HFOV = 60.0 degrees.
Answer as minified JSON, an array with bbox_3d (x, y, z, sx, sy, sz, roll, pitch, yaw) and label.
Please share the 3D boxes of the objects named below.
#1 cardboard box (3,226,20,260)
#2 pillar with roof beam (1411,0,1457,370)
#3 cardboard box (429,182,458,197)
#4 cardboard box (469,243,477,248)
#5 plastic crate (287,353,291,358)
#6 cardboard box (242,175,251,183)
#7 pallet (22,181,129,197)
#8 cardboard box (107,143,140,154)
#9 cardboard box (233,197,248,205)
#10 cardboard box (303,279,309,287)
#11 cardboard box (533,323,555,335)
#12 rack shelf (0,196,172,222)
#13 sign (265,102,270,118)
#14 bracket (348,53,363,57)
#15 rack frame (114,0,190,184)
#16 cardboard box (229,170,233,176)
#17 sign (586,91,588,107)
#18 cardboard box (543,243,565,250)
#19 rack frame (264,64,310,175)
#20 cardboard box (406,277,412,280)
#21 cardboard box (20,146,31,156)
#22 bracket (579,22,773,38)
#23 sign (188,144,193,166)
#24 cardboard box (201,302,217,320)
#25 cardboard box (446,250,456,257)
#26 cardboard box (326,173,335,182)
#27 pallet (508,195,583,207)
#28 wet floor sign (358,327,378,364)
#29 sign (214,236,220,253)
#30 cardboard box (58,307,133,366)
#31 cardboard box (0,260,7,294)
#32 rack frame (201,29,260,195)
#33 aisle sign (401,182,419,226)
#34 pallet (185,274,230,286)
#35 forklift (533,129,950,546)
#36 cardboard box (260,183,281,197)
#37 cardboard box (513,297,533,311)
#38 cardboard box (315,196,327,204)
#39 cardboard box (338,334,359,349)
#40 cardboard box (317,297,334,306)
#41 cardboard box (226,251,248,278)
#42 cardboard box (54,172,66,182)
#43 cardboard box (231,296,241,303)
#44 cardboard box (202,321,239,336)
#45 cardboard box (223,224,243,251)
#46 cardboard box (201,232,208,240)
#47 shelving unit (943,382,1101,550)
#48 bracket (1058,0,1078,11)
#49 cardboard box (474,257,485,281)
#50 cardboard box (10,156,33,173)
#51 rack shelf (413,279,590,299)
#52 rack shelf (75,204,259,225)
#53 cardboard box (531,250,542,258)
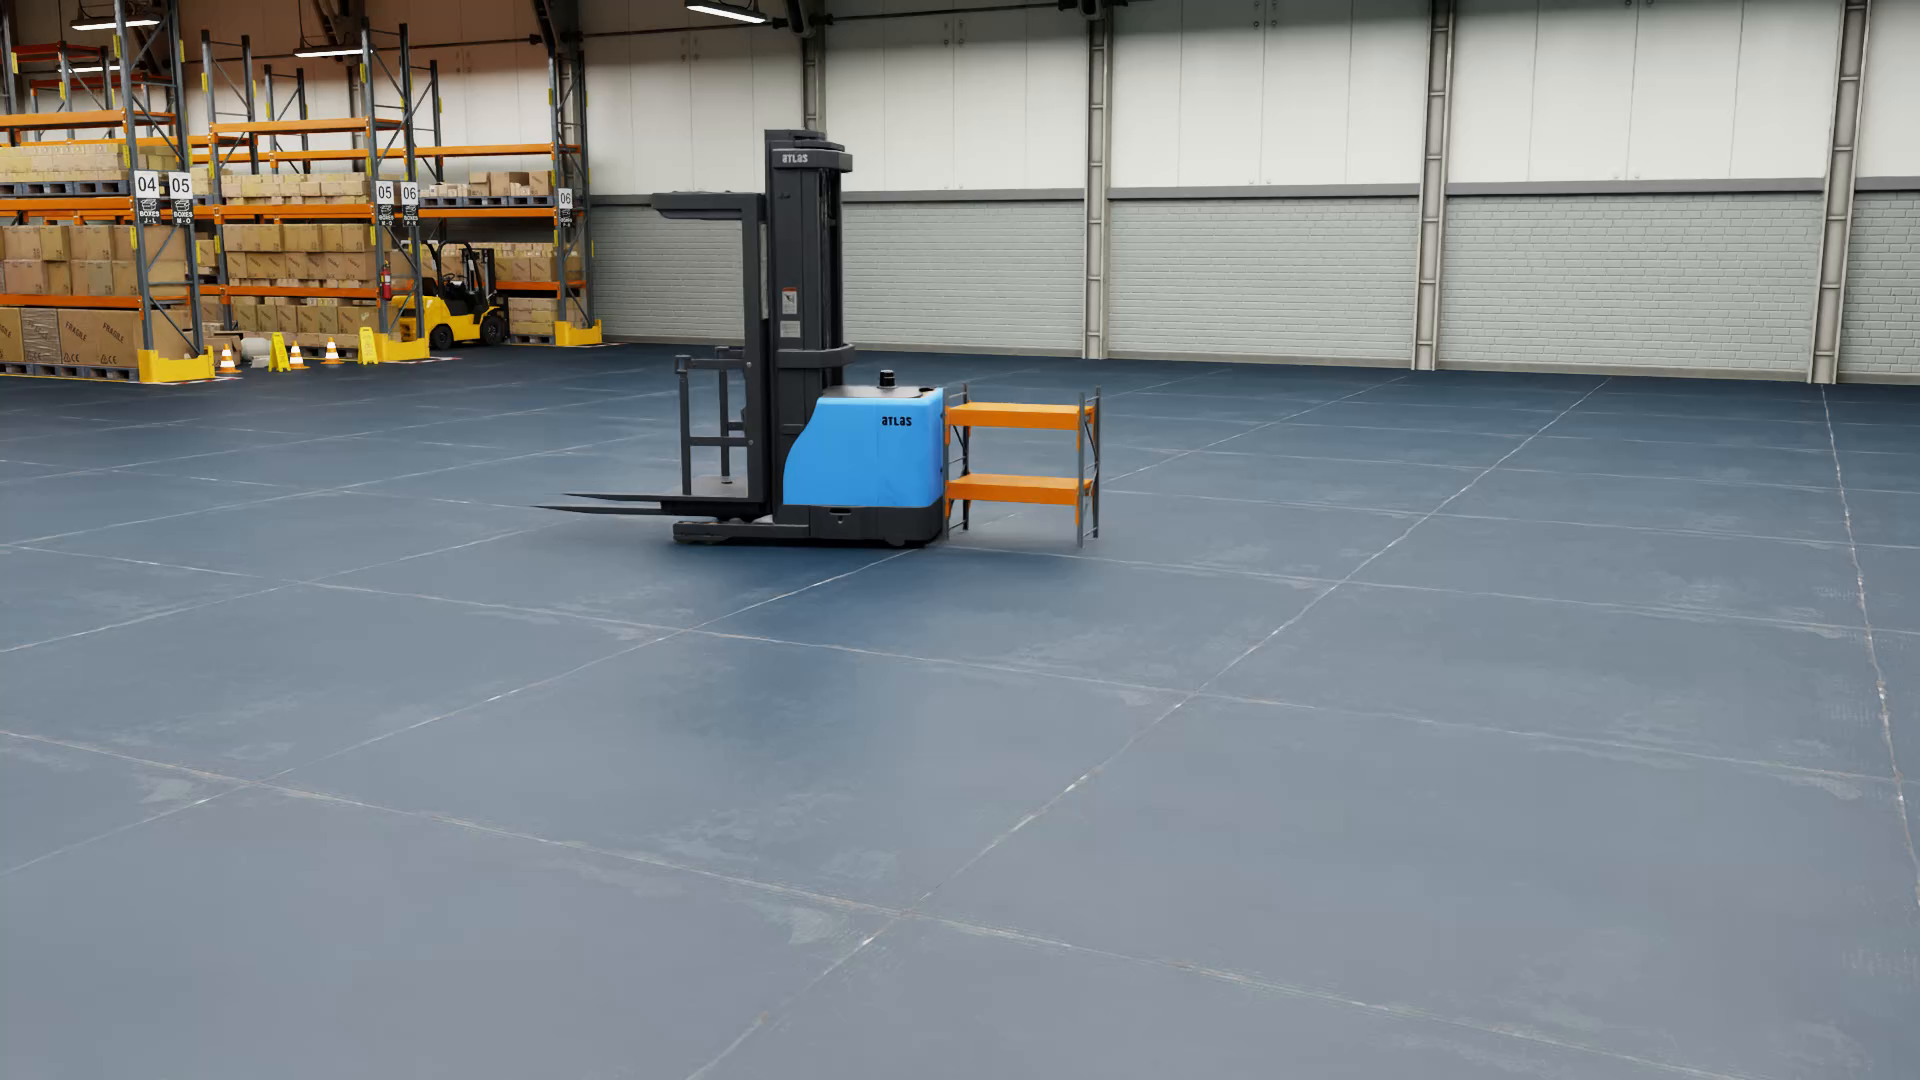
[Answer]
[{"bbox_3d":[-15.049,-4.860,27.209,0.550,0.550,0.875,5,11,26],"label":"cardboard box"},{"bbox_3d":[5.982,-6.636,23.627,0.548,9.000,9.100,5,11,26],"label":"pillar with roof beam"},{"bbox_3d":[-10.978,-7.490,35.557,0.500,0.311,0.500,5,12,27],"label":"cardboard box"},{"bbox_3d":[-10.271,-6.259,35.455,0.250,0.149,0.380,5,11,26],"label":"cardboard box"},{"bbox_3d":[-12.764,-3.422,30.911,0.583,0.080,0.402,1,10,6],"label":"plastic crate"},{"bbox_3d":[-13.192,-6.743,31.107,0.250,0.149,0.380,5,11,24],"label":"cardboard box"},{"bbox_3d":[-14.090,-5.584,26.489,1.213,0.211,1.003,5,11,26],"label":"pallet"},{"bbox_3d":[-12.774,-5.972,25.390,0.250,0.149,0.380,5,11,26],"label":"cardboard box"},{"bbox_3d":[-13.429,-6.372,31.296,0.250,0.149,0.380,5,11,26],"label":"cardboard box"},{"bbox_3d":[-12.014,-4.793,30.996,0.250,0.149,0.380,5,11,26],"label":"cardboard box"},{"bbox_3d":[-8.590,-4.431,34.832,0.500,0.250,0.500,5,11,26],"label":"cardboard box"},{"bbox_3d":[-14.115,-5.279,26.572,4.000,0.370,1.077,5,11,26],"label":"rack shelf"},{"bbox_3d":[-15.435,-9.584,37.074,0.005,0.325,0.100,5,11,26],"label":"sign"},{"bbox_3d":[-13.420,-10.896,37.061,0.430,0.232,0.235,5,11,26],"label":"bracket"},{"bbox_3d":[-12.322,-6.951,25.370,0.127,3.000,1.000,5,11,26],"label":"rack frame"},{"bbox_3d":[-14.607,-7.116,32.539,0.500,0.250,0.500,5,11,25],"label":"cardboard box"},{"bbox_3d":[-7.778,-9.169,34.554,0.005,0.325,0.100,5,11,26],"label":"sign"},{"bbox_3d":[-8.444,-6.100,34.575,0.250,0.149,0.380,5,11,26],"label":"cardboard box"},{"bbox_3d":[-15.203,-9.173,37.647,0.127,3.000,1.000,5,11,26],"label":"rack frame"},{"bbox_3d":[-12.184,-5.830,36.442,0.500,0.250,0.500,5,12,27],"label":"cardboard box"},{"bbox_3d":[-14.591,-6.132,26.273,0.250,0.149,0.380,5,11,26],"label":"cardboard box"},{"bbox_3d":[-5.714,-10.219,33.319,4.783,0.066,0.076,5,11,26],"label":"bracket"},{"bbox_3d":[-12.071,-6.032,26.040,0.005,0.325,0.100,5,11,26],"label":"sign"},{"bbox_3d":[-17.529,-5.359,39.255,0.500,0.500,0.500,5,11,24],"label":"cardboard box"},{"bbox_3d":[-10.780,-6.140,35.629,0.250,0.149,0.380,5,12,27],"label":"cardboard box"},{"bbox_3d":[-11.312,-6.594,30.285,0.250,0.149,0.380,5,11,26],"label":"cardboard box"},{"bbox_3d":[-8.652,-7.083,34.770,1.213,0.211,1.003,5,11,26],"label":"pallet"},{"bbox_3d":[-10.525,-3.453,29.499,0.267,0.644,0.232,-10,14,-43],"label":"wet floor sign"},{"bbox_3d":[-14.052,-5.594,31.464,0.005,0.325,0.100,5,11,26],"label":"sign"},{"bbox_3d":[-13.749,-3.272,26.675,0.875,0.875,0.875,5,11,25],"label":"cardboard box"},{"bbox_3d":[-15.573,-4.361,27.483,0.550,0.550,0.875,5,11,26],"label":"cardboard box"},{"bbox_3d":[-13.809,-8.065,31.524,0.127,3.000,1.000,5,11,26],"label":"rack frame"},{"bbox_3d":[-10.029,-6.122,30.332,0.004,0.787,0.394,5,11,26],"label":"aisle sign"},{"bbox_3d":[-14.430,-5.102,32.537,1.213,0.211,1.003,5,11,26],"label":"pallet"},{"bbox_3d":[-1.638,-1.495,12.262,3.031,2.935,1.130,1,10,8],"label":"forklift"},{"bbox_3d":[-12.626,-6.502,30.899,0.500,0.250,0.500,5,11,26],"label":"cardboard box"},{"bbox_3d":[-9.041,-4.962,34.959,0.500,0.250,0.500,5,12,27],"label":"cardboard box"},{"bbox_3d":[-11.569,-6.217,30.441,0.250,0.149,0.380,5,11,25],"label":"cardboard box"},{"bbox_3d":[-11.088,-3.674,30.649,0.500,0.250,0.500,5,11,26],"label":"cardboard box"},{"bbox_3d":[-11.639,-4.400,30.731,0.250,0.149,0.380,5,12,27],"label":"cardboard box"},{"bbox_3d":[-13.538,-5.229,31.585,0.500,0.500,0.500,5,11,26],"label":"cardboard box"},{"bbox_3d":[-13.909,-5.680,26.013,0.250,0.149,0.380,5,11,26],"label":"cardboard box"},{"bbox_3d":[-16.935,-5.624,38.903,0.250,0.149,0.380,4,11,23],"label":"cardboard box"},{"bbox_3d":[-14.281,-4.067,32.481,0.625,0.372,0.950,5,11,27],"label":"cardboard box"},{"bbox_3d":[-13.511,-5.731,31.551,0.500,0.500,0.700,5,11,25],"label":"cardboard box"},{"bbox_3d":[-15.094,-5.997,32.827,0.250,0.149,0.380,6,12,29],"label":"cardboard box"},{"bbox_3d":[0.451,-0.556,12.141,1.048,1.125,0.538,4,11,19],"label":"shelving unit"},{"bbox_3d":[1.977,-9.543,29.585,0.430,0.232,0.235,5,11,26],"label":"bracket"},{"bbox_3d":[-9.963,-5.757,35.338,0.500,0.500,0.500,5,11,26],"label":"cardboard box"},{"bbox_3d":[-14.688,-5.956,26.422,0.500,0.250,0.500,5,11,25],"label":"cardboard box"},{"bbox_3d":[-9.823,-5.394,35.633,4.000,0.370,1.077,5,11,26],"label":"rack shelf"},{"bbox_3d":[-15.603,-6.393,32.726,4.000,0.370,1.077,5,11,26],"label":"rack shelf"},{"bbox_3d":[-8.706,-5.957,34.621,0.250,0.149,0.380,5,12,27],"label":"cardboard box"}]
